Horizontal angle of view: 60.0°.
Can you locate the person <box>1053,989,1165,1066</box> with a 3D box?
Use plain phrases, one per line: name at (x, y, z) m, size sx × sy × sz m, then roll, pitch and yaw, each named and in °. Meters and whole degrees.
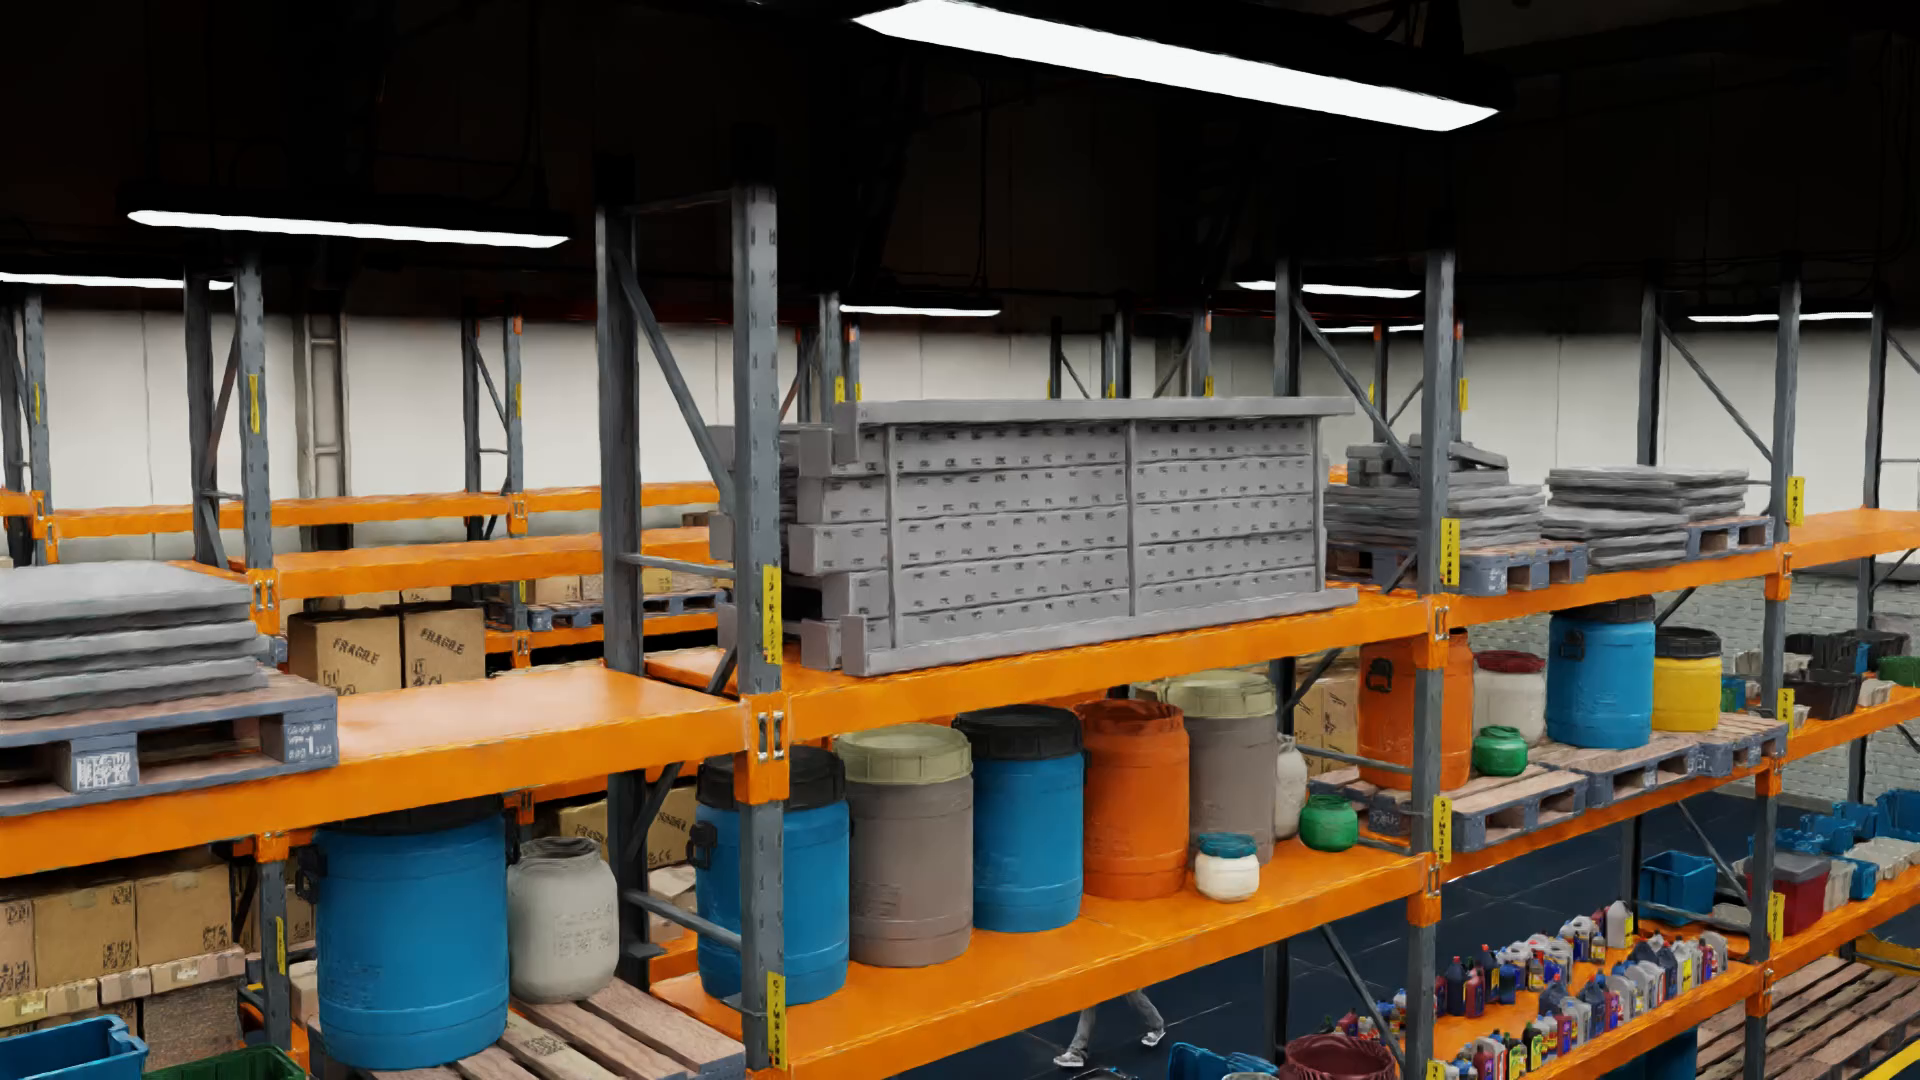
person at (1.175, 3.206, 12.643) m, size 1.034 × 1.525 × 0.417 m, roll -5°, pitch 7°, yaw -42°
